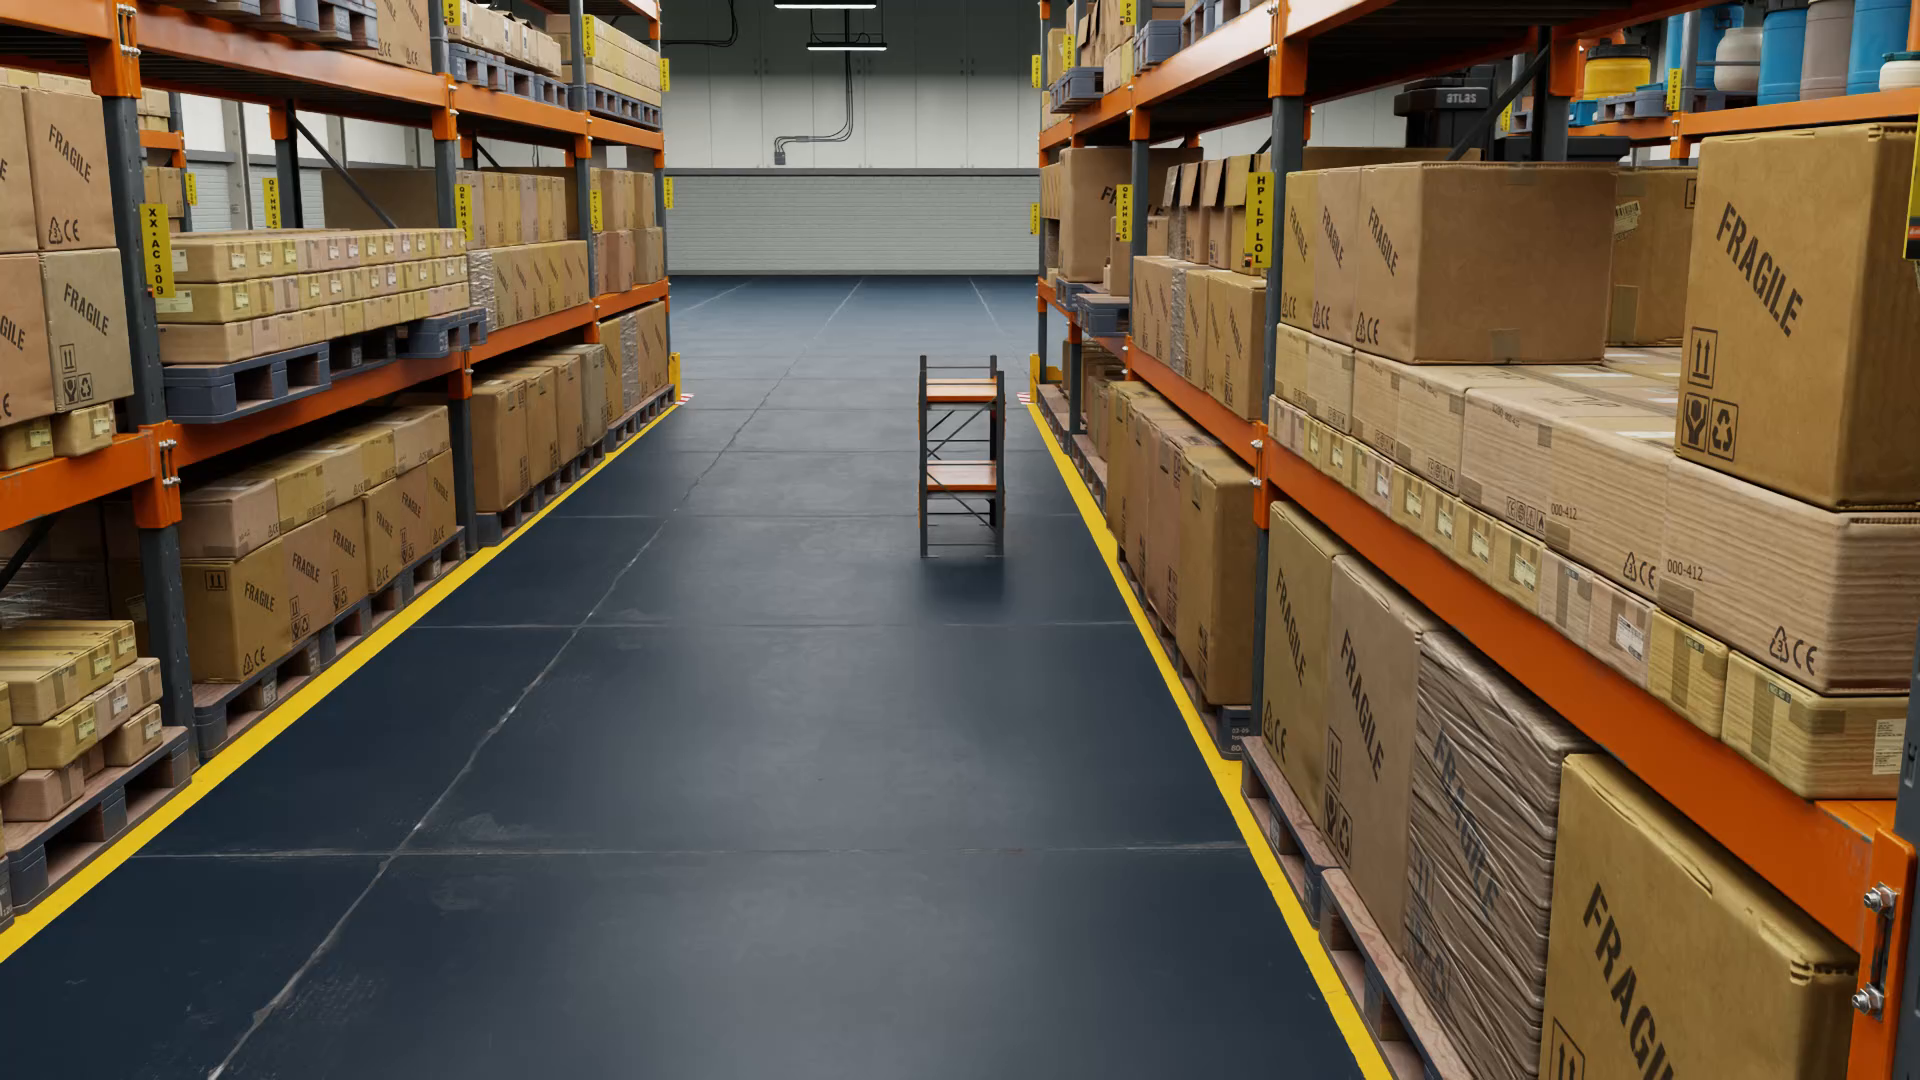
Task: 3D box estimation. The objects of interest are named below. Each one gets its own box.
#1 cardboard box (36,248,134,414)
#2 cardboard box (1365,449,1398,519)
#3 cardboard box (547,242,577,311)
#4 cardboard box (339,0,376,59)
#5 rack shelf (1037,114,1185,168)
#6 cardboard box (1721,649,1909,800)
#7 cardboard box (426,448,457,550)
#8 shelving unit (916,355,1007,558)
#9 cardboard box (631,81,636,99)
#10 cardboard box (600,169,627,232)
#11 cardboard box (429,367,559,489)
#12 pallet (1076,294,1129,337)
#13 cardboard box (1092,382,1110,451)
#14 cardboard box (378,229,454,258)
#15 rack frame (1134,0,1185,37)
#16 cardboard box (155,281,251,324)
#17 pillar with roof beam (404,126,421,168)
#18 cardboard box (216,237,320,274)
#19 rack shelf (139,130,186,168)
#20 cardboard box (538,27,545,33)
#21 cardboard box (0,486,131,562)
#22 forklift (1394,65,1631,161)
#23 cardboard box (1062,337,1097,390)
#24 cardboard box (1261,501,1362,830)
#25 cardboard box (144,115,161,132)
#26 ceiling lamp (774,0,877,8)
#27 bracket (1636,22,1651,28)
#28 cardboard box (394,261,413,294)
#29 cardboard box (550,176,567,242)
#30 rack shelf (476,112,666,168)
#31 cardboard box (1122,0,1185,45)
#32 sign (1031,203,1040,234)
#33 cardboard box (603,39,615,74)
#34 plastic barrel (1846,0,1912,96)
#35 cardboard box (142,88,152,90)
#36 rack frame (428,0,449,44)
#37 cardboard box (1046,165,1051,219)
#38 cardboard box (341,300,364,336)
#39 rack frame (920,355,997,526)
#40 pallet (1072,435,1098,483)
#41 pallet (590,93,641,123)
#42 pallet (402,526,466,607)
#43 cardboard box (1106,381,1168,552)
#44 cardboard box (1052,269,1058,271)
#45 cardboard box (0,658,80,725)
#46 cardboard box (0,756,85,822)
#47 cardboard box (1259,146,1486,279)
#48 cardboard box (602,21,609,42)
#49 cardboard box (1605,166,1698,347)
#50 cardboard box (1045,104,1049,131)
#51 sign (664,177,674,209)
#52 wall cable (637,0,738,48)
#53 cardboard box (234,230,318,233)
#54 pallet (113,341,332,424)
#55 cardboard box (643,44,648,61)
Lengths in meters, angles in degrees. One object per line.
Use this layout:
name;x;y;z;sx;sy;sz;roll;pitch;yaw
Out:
cardboard box;-3.080;-0.690;5.416;0.500;0.500;0.500;0;11;-1
cardboard box;1.290;-0.149;4.383;0.380;0.149;0.250;0;11;0
cardboard box;-3.249;-2.026;12.751;0.500;0.500;0.500;0;11;-2
cardboard box;-3.159;-2.593;8.001;0.500;0.500;0.500;0;11;-1
rack shelf;1.382;-3.696;15.496;1.077;0.370;4.000;0;11;-1
cardboard box;1.335;0.258;2.373;0.380;0.149;0.250;0;11;0
cardboard box;-3.180;-0.236;9.410;0.500;0.500;0.500;0;11;-1
shelving unit;0.000;-0.550;10.441;0.538;1.125;1.048;0;11;-1
cardboard box;-3.243;-4.209;15.543;0.380;0.149;0.250;0;11;0
cardboard box;-3.512;-3.073;15.070;0.875;0.550;0.550;0;11;-1
cardboard box;-3.399;-0.784;11.480;1.050;0.750;0.750;0;11;0
pallet;1.385;-1.433;10.559;1.213;0.211;1.003;0;11;-1
cardboard box;1.406;-0.954;12.898;0.700;0.500;0.500;0;11;-2
cardboard box;-2.983;-1.614;9.050;0.380;0.149;0.250;0;11;-2
rack frame;1.506;-4.326;9.248;1.000;3.000;0.127;0;11;-1
cardboard box;-2.920;-0.899;6.272;0.380;0.149;0.250;0;11;0
pillar with roof beam;-10.732;-11.693;45.563;9.100;9.000;0.548;0;11;-1
cardboard box;-2.938;-1.201;7.012;0.380;0.149;0.250;0;11;-2
rack shelf;-8.526;-3.655;15.296;1.077;0.370;4.000;0;11;-1
cardboard box;-3.886;-4.446;14.702;0.380;0.149;0.250;0;11;-1
cardboard box;-3.640;-0.085;6.780;0.500;0.250;0.500;-1;11;-3
forklift;3.666;-1.562;10.885;3.031;2.935;1.130;0;11;2
cardboard box;1.337;-1.832;17.277;0.500;0.500;0.500;2;12;9
cardboard box;1.523;0.377;5.446;0.875;0.875;0.875;0;11;-1
cardboard box;-8.242;-4.163;16.622;0.380;0.149;0.250;0;11;-1
ceiling lamp;-2.631;-12.007;32.429;2.000;3.185;0.800;0;11;-1
bracket;16.235;-12.292;39.463;0.235;0.232;0.430;0;11;-1
cardboard box;-2.967;-1.313;8.313;0.380;0.149;0.250;0;11;-2
cardboard box;-3.521;-2.621;13.166;0.700;0.500;0.500;0;11;-2
rack shelf;-3.579;-3.695;15.495;1.077;0.370;4.000;0;11;-1
cardboard box;1.246;-3.243;9.949;0.500;0.500;0.500;0;11;0
sign;0.798;-3.398;17.586;0.100;0.325;0.005;0;11;-1
cardboard box;-3.280;-4.176;14.377;0.500;0.250;0.500;0;11;-2
plastic barrel;6.630;-3.556;11.740;0.600;0.901;0.708;0;11;-1
cardboard box;-8.298;-4.555;16.551;0.380;0.149;0.250;0;11;0
rack frame;-3.455;-4.325;9.246;1.000;3.000;0.127;0;11;-1
cardboard box;1.095;-3.351;16.019;0.500;0.500;0.500;0;11;-1
cardboard box;-2.953;-1.013;7.581;0.380;0.149;0.250;0;11;-2
rack frame;-0.010;-0.651;10.939;0.500;1.125;0.032;0;11;-1
pallet;1.441;-0.659;13.278;1.003;0.211;1.213;0;11;-1
pallet;-3.566;-4.012;15.467;1.003;0.211;1.213;0;11;-1
pallet;-3.440;0.137;9.354;1.003;0.211;1.213;0;11;-1
cardboard box;1.500;-0.413;9.337;1.225;0.875;0.875;-1;11;-4
cardboard box;1.109;-2.596;16.443;0.380;0.149;0.250;0;11;-1
cardboard box;-3.047;0.479;5.269;0.380;0.149;0.250;0;11;-2
cardboard box;-3.032;0.782;5.274;0.380;0.149;0.250;-1;11;-3
cardboard box;1.567;-1.258;6.441;0.797;0.503;0.637;-1;11;-3
cardboard box;-3.217;-4.348;14.219;0.380;0.149;0.250;0;11;-2
cardboard box;1.872;-0.840;4.900;0.500;0.500;0.500;0;11;-1
cardboard box;1.109;-4.173;16.417;0.500;0.250;0.500;0;11;-2
sign;-3.077;-3.658;17.540;0.100;0.325;0.005;0;11;-1
wall cable;-7.976;-15.473;47.861;3.097;2.526;0.112;0;11;-1
cardboard box;-3.630;-1.565;8.806;0.380;0.149;0.250;0;11;-1
pallet;-3.242;-0.649;6.694;1.003;0.211;1.213;0;11;-1
cardboard box;-3.258;-4.750;16.204;0.380;0.149;0.250;0;11;0
